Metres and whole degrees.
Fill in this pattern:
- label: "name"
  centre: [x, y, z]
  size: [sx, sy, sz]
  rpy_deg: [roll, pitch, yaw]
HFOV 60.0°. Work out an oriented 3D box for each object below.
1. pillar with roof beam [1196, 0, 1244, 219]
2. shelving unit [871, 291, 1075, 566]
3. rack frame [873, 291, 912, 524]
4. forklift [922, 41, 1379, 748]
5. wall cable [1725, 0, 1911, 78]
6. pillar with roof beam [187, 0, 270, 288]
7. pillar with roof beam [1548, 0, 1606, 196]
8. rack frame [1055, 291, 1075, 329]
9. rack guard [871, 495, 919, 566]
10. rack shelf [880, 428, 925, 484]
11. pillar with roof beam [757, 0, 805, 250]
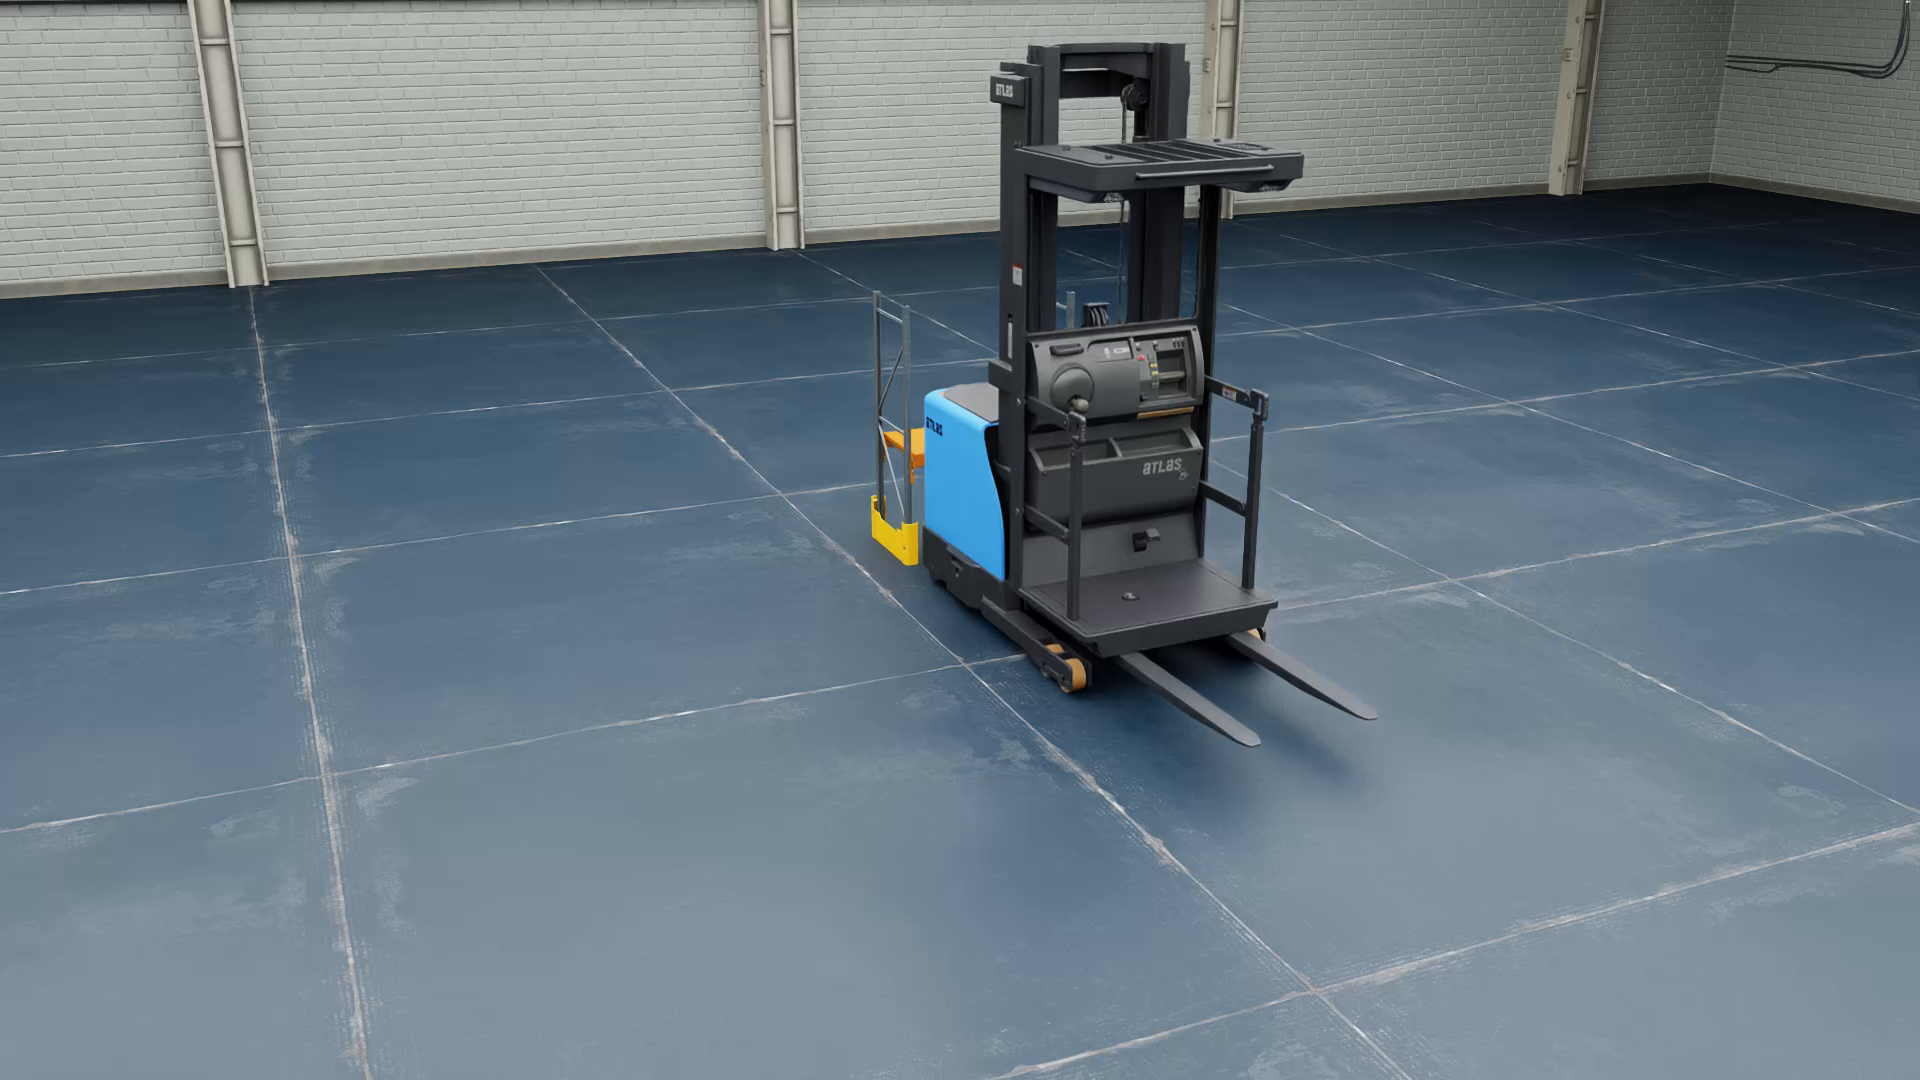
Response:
- label: "pillar with roof beam"
  centre: [5.111, -7.251, 17.066]
  size: [0.400, 9.000, 9.100]
  rpy_deg: [-8, 21, -22]
- label: "shelving unit"
  centre: [0.070, -0.717, 9.801]
  size: [1.083, 1.500, 0.587]
  rpy_deg: [-8, 21, -22]
- label: "rack frame"
  centre: [-0.388, -0.652, 9.615]
  size: [0.032, 1.500, 0.500]
  rpy_deg: [-8, 21, -22]
- label: "forklift"
  centre: [0.868, -0.816, 7.926]
  size: [1.130, 2.935, 3.031]
  rpy_deg: [-9, 21, -24]
- label: "wall cable"
  centre: [12.144, -7.873, 23.507]
  size: [0.112, 2.526, 3.097]
  rpy_deg: [-8, 21, -22]
- label: "pillar with roof beam"
  centre: [-5.907, -5.672, 12.583]
  size: [0.400, 9.000, 9.100]
  rpy_deg: [-8, 21, -22]
- label: "pillar with roof beam"
  centre: [10.621, -8.040, 19.308]
  size: [0.400, 9.000, 9.100]
  rpy_deg: [-8, 21, -22]
- label: "rack frame"
  centre: [0.545, -0.786, 9.995]
  size: [0.032, 1.500, 0.500]
  rpy_deg: [-8, 21, -22]
- label: "rack guard"
  centre: [-0.387, -0.062, 9.823]
  size: [0.087, 0.250, 0.587]
  rpy_deg: [-8, 21, -22]
- label: "rack shelf"
  centre: [0.078, -0.549, 9.865]
  size: [1.000, 0.185, 0.538]
  rpy_deg: [-8, 21, -22]
- label: "pillar with roof beam"
  centre: [-0.398, -6.462, 14.824]
  size: [0.400, 9.000, 9.100]
  rpy_deg: [-8, 21, -22]
